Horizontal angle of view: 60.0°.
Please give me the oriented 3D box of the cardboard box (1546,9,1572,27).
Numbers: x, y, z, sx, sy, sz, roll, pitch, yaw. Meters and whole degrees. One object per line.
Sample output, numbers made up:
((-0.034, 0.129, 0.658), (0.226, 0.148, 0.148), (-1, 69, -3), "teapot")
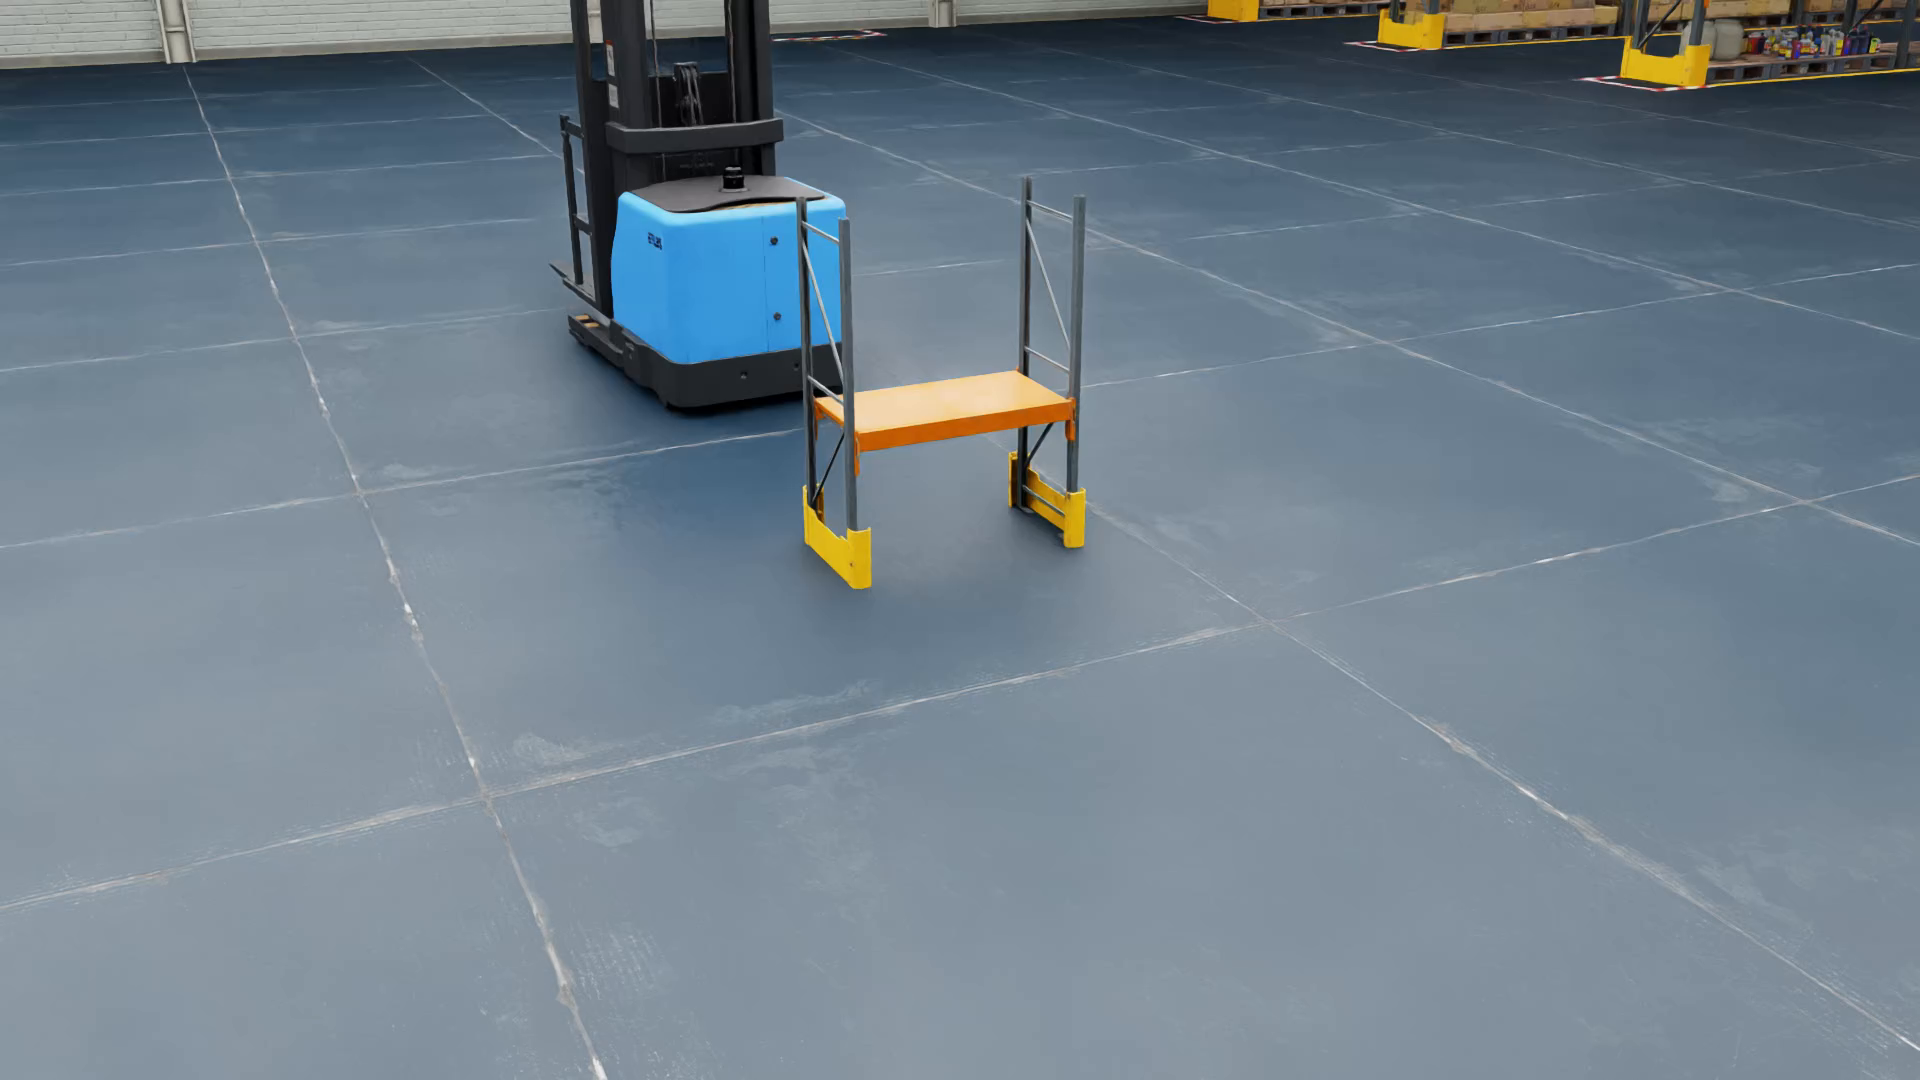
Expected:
((9.376, -8.346, 26.535), (0.500, 0.250, 0.500), (-10, 25, -24), "cardboard box")

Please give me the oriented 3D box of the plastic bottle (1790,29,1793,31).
((11.499, -6.947, 23.087), (0.133, 0.283, 0.061), (-9, 24, -21), "plastic bottle")

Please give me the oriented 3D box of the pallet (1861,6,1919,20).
((17.090, -9.632, 30.244), (1.213, 0.211, 1.003), (-10, 25, -24), "pallet")

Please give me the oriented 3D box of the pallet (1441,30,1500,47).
((7.665, -7.931, 26.134), (1.213, 0.211, 1.003), (-10, 25, -24), "pallet")

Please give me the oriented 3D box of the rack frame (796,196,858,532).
((-0.535, -0.595, 6.725), (0.032, 1.500, 0.500), (-10, 25, -24), "rack frame")

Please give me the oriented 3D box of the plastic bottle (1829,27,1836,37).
((12.266, -7.075, 23.412), (0.097, 0.271, 0.097), (0, 22, 0), "plastic bottle")

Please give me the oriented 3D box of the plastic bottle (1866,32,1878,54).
((12.453, -6.789, 22.705), (0.133, 0.283, 0.061), (-9, 24, -21), "plastic bottle")

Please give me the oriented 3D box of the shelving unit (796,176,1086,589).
((-0.069, -0.680, 6.933), (1.083, 1.500, 0.587), (-10, 25, -24), "shelving unit")

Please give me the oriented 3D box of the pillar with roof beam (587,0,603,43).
((-3.848, -10.497, 20.843), (0.400, 9.000, 9.100), (-10, 25, -24), "pillar with roof beam")

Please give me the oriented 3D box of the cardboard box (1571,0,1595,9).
((9.820, -8.781, 26.606), (0.500, 0.500, 0.500), (-10, 25, -24), "cardboard box")

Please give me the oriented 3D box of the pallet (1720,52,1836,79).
((11.019, -6.445, 22.543), (1.213, 0.211, 1.003), (-10, 25, -24), "pallet")

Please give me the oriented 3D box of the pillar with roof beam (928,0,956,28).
((1.559, -11.492, 23.247), (0.400, 9.000, 9.100), (-10, 25, -24), "pillar with roof beam")

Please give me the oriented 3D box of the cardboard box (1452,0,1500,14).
((8.023, -8.444, 25.793), (0.500, 0.500, 0.500), (-10, 25, -24), "cardboard box")

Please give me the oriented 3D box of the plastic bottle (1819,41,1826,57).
((11.581, -6.598, 22.352), (0.097, 0.201, 0.097), (0, 22, 0), "plastic bottle")

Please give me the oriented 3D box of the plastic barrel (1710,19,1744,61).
((10.150, -6.634, 22.058), (0.421, 0.512, 0.421), (0, 22, 0), "plastic barrel")

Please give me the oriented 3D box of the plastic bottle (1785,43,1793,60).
((11.001, -6.491, 22.094), (0.097, 0.201, 0.097), (0, 22, 0), "plastic bottle")

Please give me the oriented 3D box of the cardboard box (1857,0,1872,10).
((15.660, -9.601, 29.215), (0.500, 0.500, 0.500), (-11, 25, -24), "cardboard box")

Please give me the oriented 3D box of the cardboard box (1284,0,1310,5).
((6.018, -9.924, 30.243), (0.500, 0.311, 0.500), (-8, 24, -19), "cardboard box")

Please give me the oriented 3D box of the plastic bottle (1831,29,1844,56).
((11.824, -6.722, 22.455), (0.185, 0.351, 0.144), (-11, 25, -24), "plastic bottle")

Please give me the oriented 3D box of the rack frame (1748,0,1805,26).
((14.203, -10.405, 28.465), (0.127, 3.000, 1.000), (-10, 25, -24), "rack frame")

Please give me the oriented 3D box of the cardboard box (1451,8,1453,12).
((7.794, -8.280, 26.376), (0.500, 0.250, 0.500), (-10, 25, -24), "cardboard box")

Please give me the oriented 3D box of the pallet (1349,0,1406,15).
((7.857, -10.036, 31.220), (1.213, 0.211, 1.003), (-10, 25, -24), "pallet")

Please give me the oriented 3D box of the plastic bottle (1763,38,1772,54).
((11.039, -6.752, 22.723), (0.097, 0.201, 0.097), (0, 22, 0), "plastic bottle")

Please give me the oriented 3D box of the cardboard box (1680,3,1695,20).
((11.996, -8.818, 27.677), (0.500, 0.250, 0.500), (-11, 25, -25), "cardboard box")

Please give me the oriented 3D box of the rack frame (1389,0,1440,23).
((6.994, -9.078, 25.259), (0.127, 3.000, 1.000), (-10, 25, -24), "rack frame")

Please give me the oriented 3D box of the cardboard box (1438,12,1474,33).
((7.574, -8.014, 25.735), (0.500, 0.250, 0.500), (-10, 25, -24), "cardboard box")

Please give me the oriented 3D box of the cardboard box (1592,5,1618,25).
((10.275, -8.513, 26.940), (0.500, 0.250, 0.500), (-10, 25, -24), "cardboard box")

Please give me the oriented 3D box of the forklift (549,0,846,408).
((-1.740, -2.573, 9.634), (1.130, 2.935, 3.031), (-12, 25, -26), "forklift")

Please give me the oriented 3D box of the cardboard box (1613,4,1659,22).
((11.069, -8.647, 27.263), (0.500, 0.250, 0.500), (-11, 25, -25), "cardboard box")

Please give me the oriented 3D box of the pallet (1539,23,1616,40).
((9.864, -8.336, 27.112), (1.213, 0.211, 1.003), (-10, 25, -24), "pallet")

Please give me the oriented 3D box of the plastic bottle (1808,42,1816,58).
((11.396, -6.564, 22.269), (0.097, 0.201, 0.097), (0, 22, 0), "plastic bottle")

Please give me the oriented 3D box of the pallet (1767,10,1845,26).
((14.892, -9.228, 29.266), (1.213, 0.211, 1.003), (-10, 25, -24), "pallet")

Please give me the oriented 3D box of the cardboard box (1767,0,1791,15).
((13.834, -9.158, 28.497), (0.500, 0.250, 0.500), (-10, 24, -22), "cardboard box")

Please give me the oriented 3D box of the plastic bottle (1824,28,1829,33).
((12.033, -6.981, 23.169), (0.133, 0.283, 0.061), (-10, 25, -24), "plastic bottle")

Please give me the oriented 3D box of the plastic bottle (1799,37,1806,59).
((11.217, -6.563, 22.176), (0.097, 0.271, 0.097), (0, 22, 0), "plastic bottle")

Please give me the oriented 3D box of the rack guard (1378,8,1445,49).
((6.972, -7.919, 25.728), (0.348, 0.500, 1.175), (-10, 25, -24), "rack guard")

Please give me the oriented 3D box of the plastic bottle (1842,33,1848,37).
((12.028, -6.788, 22.712), (0.135, 0.276, 0.152), (-10, 25, -24), "plastic bottle")

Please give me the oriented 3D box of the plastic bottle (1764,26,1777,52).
((11.115, -6.890, 22.861), (0.185, 0.351, 0.144), (-9, 24, -21), "plastic bottle")

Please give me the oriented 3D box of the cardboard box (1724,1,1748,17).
((12.917, -8.988, 28.088), (0.500, 0.250, 0.500), (-10, 24, -22), "cardboard box")

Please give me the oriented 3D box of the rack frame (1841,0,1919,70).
((12.743, -8.034, 22.737), (0.127, 3.000, 1.000), (-10, 25, -24), "rack frame")

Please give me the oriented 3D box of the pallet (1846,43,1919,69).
((13.434, -6.889, 23.617), (1.213, 0.211, 1.003), (-10, 25, -24), "pallet")

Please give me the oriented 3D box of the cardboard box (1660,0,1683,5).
((11.532, -8.988, 27.355), (0.500, 0.311, 0.500), (-11, 25, -24), "cardboard box")

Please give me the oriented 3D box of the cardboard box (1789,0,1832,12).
((14.737, -9.431, 28.804), (0.500, 0.500, 0.500), (-9, 24, -21), "cardboard box")

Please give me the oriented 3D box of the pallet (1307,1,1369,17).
((6.756, -9.832, 30.727), (1.213, 0.211, 1.003), (-10, 25, -24), "pallet")

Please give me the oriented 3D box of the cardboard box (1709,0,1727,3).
((12.463, -9.163, 27.776), (0.500, 0.311, 0.500), (-10, 24, -22), "cardboard box")

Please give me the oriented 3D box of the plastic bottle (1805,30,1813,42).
((11.758, -6.920, 23.038), (0.097, 0.271, 0.097), (0, 22, 0), "plastic bottle")

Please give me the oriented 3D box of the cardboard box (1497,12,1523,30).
((8.473, -8.181, 26.138), (0.500, 0.250, 0.500), (-10, 25, -24), "cardboard box")

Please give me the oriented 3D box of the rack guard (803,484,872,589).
((-0.517, -0.020, 6.972), (0.087, 0.250, 0.587), (-10, 25, -24), "rack guard")

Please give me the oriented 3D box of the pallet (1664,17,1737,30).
((12.346, -8.793, 28.216), (1.213, 0.211, 1.003), (-10, 25, -24), "pallet")

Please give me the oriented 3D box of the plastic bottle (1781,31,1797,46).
((11.370, -6.839, 22.837), (0.135, 0.276, 0.152), (-10, 25, -24), "plastic bottle")

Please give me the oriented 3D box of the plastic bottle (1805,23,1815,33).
((11.836, -7.023, 23.181), (0.185, 0.351, 0.144), (-10, 24, -22), "plastic bottle")

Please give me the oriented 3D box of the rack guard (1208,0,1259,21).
((4.911, -9.642, 29.891), (0.348, 0.500, 1.175), (-10, 25, -24), "rack guard")

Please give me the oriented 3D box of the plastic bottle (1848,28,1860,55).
((12.115, -6.775, 22.585), (0.185, 0.351, 0.144), (-12, 25, -26), "plastic bottle")

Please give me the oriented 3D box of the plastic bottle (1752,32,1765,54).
((10.889, -6.770, 22.660), (0.133, 0.283, 0.061), (-10, 25, -24), "plastic bottle")

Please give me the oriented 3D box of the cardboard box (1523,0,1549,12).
((8.926, -8.609, 26.190), (0.500, 0.500, 0.500), (-10, 25, -24), "cardboard box")

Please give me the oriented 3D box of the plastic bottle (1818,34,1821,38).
((11.629, -6.702, 22.495), (0.133, 0.283, 0.061), (-10, 25, -24), "plastic bottle")

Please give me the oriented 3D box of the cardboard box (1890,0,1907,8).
((16.585, -9.774, 29.634), (0.500, 0.500, 0.500), (-10, 25, -23), "cardboard box")

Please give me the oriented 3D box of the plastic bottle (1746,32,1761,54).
((10.843, -6.803, 22.750), (0.135, 0.276, 0.152), (-10, 25, -23), "plastic bottle")
